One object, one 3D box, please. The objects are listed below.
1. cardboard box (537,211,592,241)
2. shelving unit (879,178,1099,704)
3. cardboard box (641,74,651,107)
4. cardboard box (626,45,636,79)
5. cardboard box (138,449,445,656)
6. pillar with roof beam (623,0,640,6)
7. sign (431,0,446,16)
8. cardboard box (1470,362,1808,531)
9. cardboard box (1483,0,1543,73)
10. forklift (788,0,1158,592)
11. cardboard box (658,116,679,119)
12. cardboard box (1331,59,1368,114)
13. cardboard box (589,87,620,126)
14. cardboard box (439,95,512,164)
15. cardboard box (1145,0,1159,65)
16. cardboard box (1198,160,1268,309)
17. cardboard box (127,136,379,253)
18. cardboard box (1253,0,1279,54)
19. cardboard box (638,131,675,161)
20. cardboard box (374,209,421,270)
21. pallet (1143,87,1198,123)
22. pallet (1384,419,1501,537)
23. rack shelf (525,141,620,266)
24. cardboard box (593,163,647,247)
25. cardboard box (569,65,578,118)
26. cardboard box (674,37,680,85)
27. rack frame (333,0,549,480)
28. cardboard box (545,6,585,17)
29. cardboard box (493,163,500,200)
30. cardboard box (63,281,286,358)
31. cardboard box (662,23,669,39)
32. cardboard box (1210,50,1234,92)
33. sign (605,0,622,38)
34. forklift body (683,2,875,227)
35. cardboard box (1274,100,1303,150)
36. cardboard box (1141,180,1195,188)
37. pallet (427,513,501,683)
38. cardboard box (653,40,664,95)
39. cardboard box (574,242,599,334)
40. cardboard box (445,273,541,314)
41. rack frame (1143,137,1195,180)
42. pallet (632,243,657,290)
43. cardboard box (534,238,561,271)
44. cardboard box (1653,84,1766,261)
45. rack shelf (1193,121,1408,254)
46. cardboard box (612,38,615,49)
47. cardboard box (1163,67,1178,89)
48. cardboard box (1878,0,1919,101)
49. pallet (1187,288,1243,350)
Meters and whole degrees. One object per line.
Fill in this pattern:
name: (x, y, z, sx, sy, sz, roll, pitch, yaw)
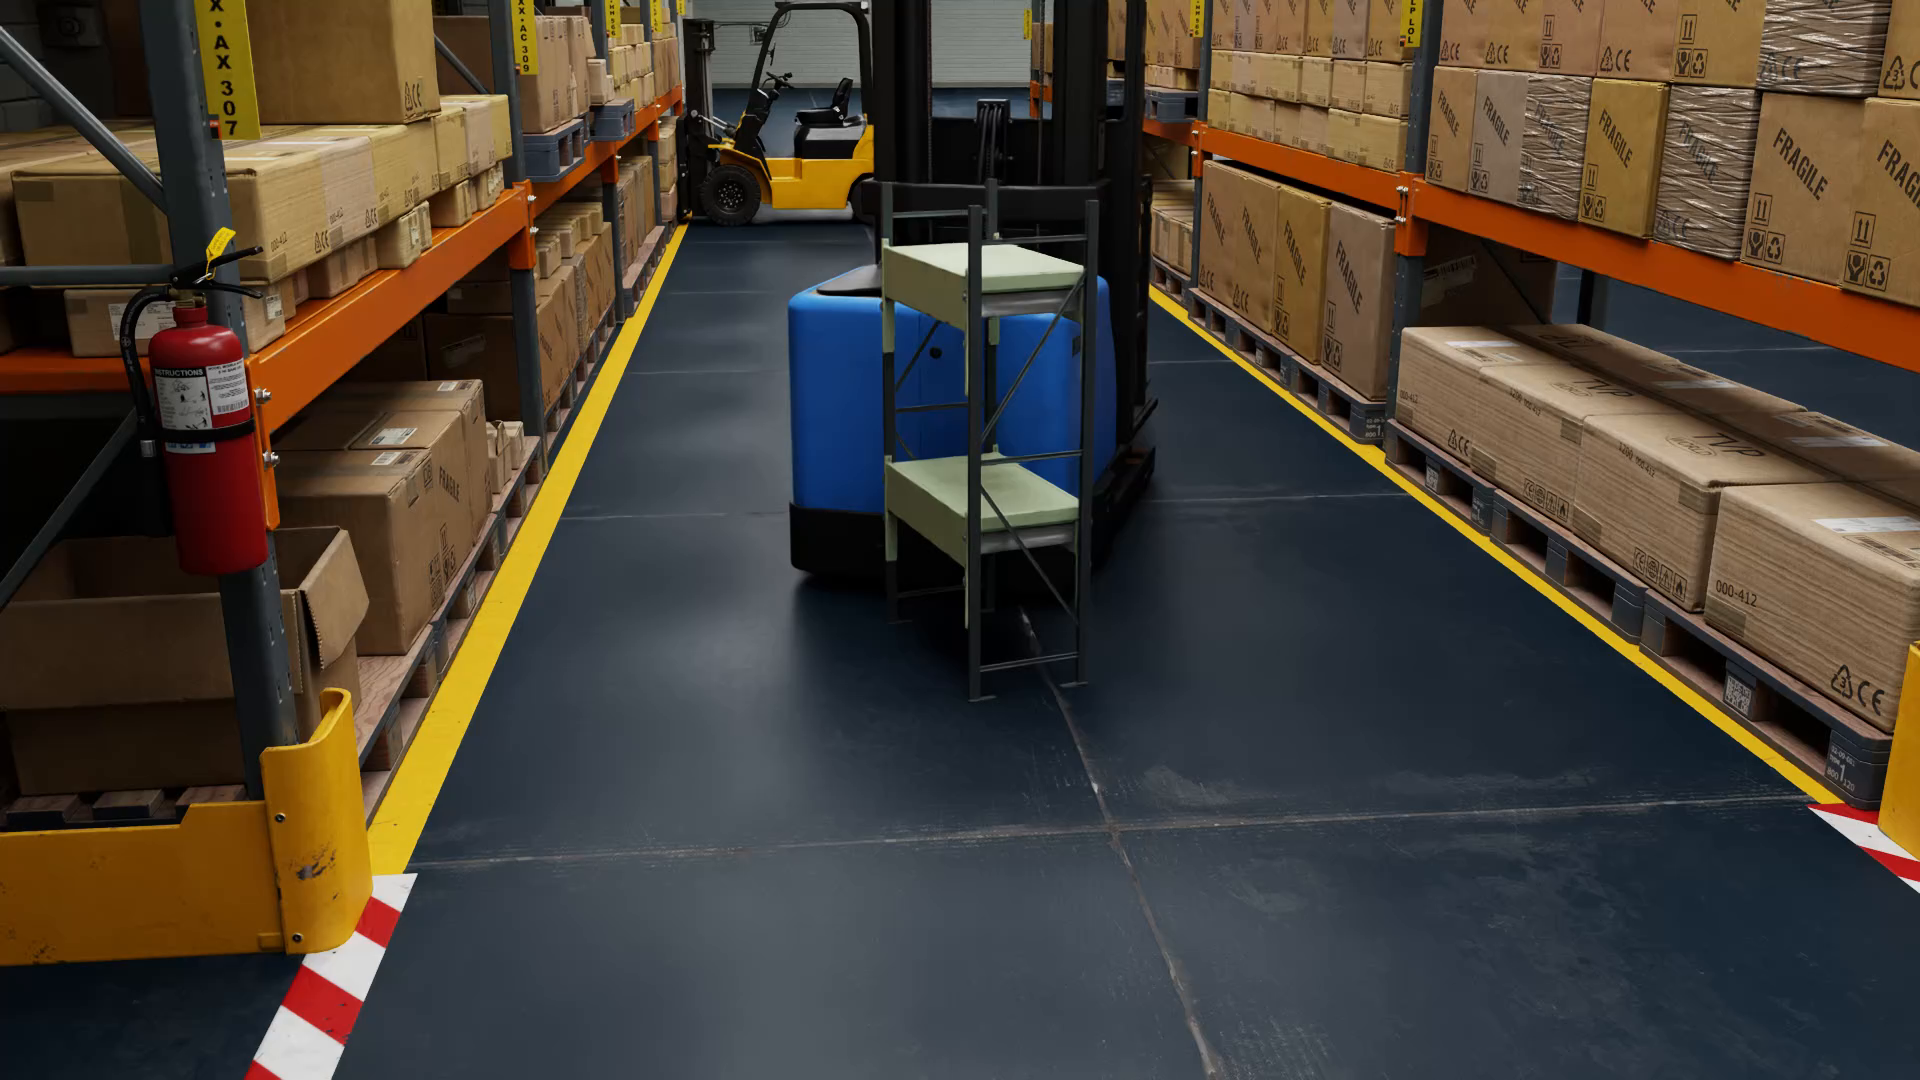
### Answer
cardboard box: (-2.455, -1.919, 10.170, 0.380, 0.149, 0.250, -2, 18, -7)
shelving unit: (0.072, -0.341, 5.260, 0.431, 1.500, 0.755, -7, 19, -21)
cardboard box: (-2.843, -3.729, 13.799, 0.500, 0.250, 0.500, -2, 18, -6)
cardboard box: (-2.767, -3.665, 12.758, 0.500, 0.250, 0.500, -2, 17, -5)
cardboard box: (-1.993, 0.034, 5.034, 0.700, 0.500, 0.500, -1, 17, -3)
pillar with roof beam: (-1.405, -11.620, 28.665, 9.100, 9.000, 0.400, -2, 18, -6)
sign: (-3.351, -3.435, 10.678, 0.100, 0.325, 0.005, -2, 18, -6)
cardboard box: (2.601, -0.385, 6.471, 0.875, 0.438, 0.875, -2, 18, -7)
cardboard box: (2.404, -2.088, 6.485, 0.500, 0.500, 0.500, -2, 18, -6)
forklift: (0.256, -1.618, 6.938, 1.130, 2.935, 3.031, 5, 18, 15)
cardboard box: (-3.267, -4.522, 18.294, 0.500, 0.250, 0.500, -1, 17, -4)
cardboard box: (2.203, -2.303, 8.421, 0.500, 0.250, 0.500, -1, 17, -4)
cardboard box: (-2.602, -2.969, 11.377, 0.500, 0.250, 0.500, -2, 18, -5)
cardboard box: (-2.092, -1.635, 6.632, 0.500, 0.250, 0.500, -1, 17, -4)
cardboard box: (1.696, -3.876, 12.652, 0.500, 0.500, 0.500, -3, 18, -9)
cardboard box: (2.126, -2.034, 10.993, 0.875, 0.875, 0.875, -2, 18, -6)
cardboard box: (-1.806, -0.882, 4.231, 0.500, 0.250, 0.500, -2, 17, -5)
cardboard box: (2.044, -3.124, 9.782, 0.500, 0.500, 0.500, -1, 17, -4)
cardboard box: (-2.993, -3.765, 15.881, 0.500, 0.250, 0.500, -2, 18, -6)
cardboard box: (-1.819, -0.889, 4.922, 0.380, 0.149, 0.250, -2, 18, -7)
pallet: (1.958, -3.173, 12.096, 1.213, 0.211, 1.003, -2, 18, -6)
pallet: (2.550, -0.304, 7.294, 1.003, 0.211, 1.213, -2, 18, -6)
rack shelf: (-2.593, -1.962, 9.119, 1.077, 0.370, 4.000, -2, 18, -6)
cardboard box: (-3.075, -2.774, 13.767, 0.875, 0.625, 0.625, -2, 18, -6)
cardboard box: (-2.149, -2.271, 8.427, 0.396, 0.266, 0.258, -1, 17, -3)
cardboard box: (-3.313, -5.194, 18.045, 0.500, 0.500, 0.500, -2, 18, -7)
rack frame: (-2.387, -1.709, 7.114, 1.000, 3.000, 0.127, -2, 18, -6)
cardboard box: (-3.546, -4.678, 14.822, 0.380, 0.149, 0.250, -2, 18, -6)
cardboard box: (-2.055, -1.425, 6.629, 0.380, 0.149, 0.250, -1, 17, -4)
cardboard box: (-1.736, -0.504, 3.694, 0.380, 0.149, 0.250, -2, 18, -6)
cardboard box: (-3.154, -5.166, 16.873, 0.380, 0.149, 0.250, -2, 18, -5)
cardboard box: (1.944, -3.064, 10.844, 0.500, 0.250, 0.500, -2, 18, -6)
sign: (-2.261, -3.435, 10.810, 0.100, 0.325, 0.005, -2, 18, -6)
forklift body: (-1.615, -4.371, 17.009, 2.313, 2.155, 1.214, -2, 18, -6)
cardboard box: (2.111, -2.374, 9.483, 0.500, 0.250, 0.500, -2, 18, -6)
cardboard box: (1.781, -3.038, 15.031, 0.950, 0.372, 0.625, -2, 17, -5)
pallet: (-2.188, 0.190, 5.719, 1.003, 0.211, 1.213, -2, 18, -6)
cardboard box: (-3.069, -4.435, 15.630, 0.500, 0.500, 0.500, -1, 17, -5)
cardboard box: (-2.444, -1.484, 9.869, 0.500, 0.500, 0.500, -1, 17, -3)
cardboard box: (-2.159, -1.142, 7.695, 0.380, 0.149, 0.250, -1, 17, -3)
rack frame: (1.725, -4.247, 15.198, 1.000, 3.000, 0.127, -2, 18, -6)
pallet: (-2.968, -2.180, 13.267, 1.003, 0.211, 1.213, -2, 18, -6)
cardboard box: (-2.356, -1.529, 8.928, 0.380, 0.149, 0.250, -1, 17, -4)
cardboard box: (2.550, -1.158, 5.191, 0.500, 0.500, 0.500, -1, 17, -4)
rack shelf: (2.343, -2.116, 9.611, 1.077, 0.370, 4.000, -2, 18, -6)
cardboard box: (-2.568, -3.442, 11.382, 0.380, 0.149, 0.250, -1, 17, -4)
cardboard box: (1.699, -3.378, 12.146, 0.380, 0.149, 0.250, -2, 18, -6)
cardboard box: (2.676, -1.333, 4.079, 0.500, 0.500, 0.500, -1, 17, -4)
pallet: (2.143, -1.488, 11.064, 1.003, 0.211, 1.213, -2, 18, -6)
